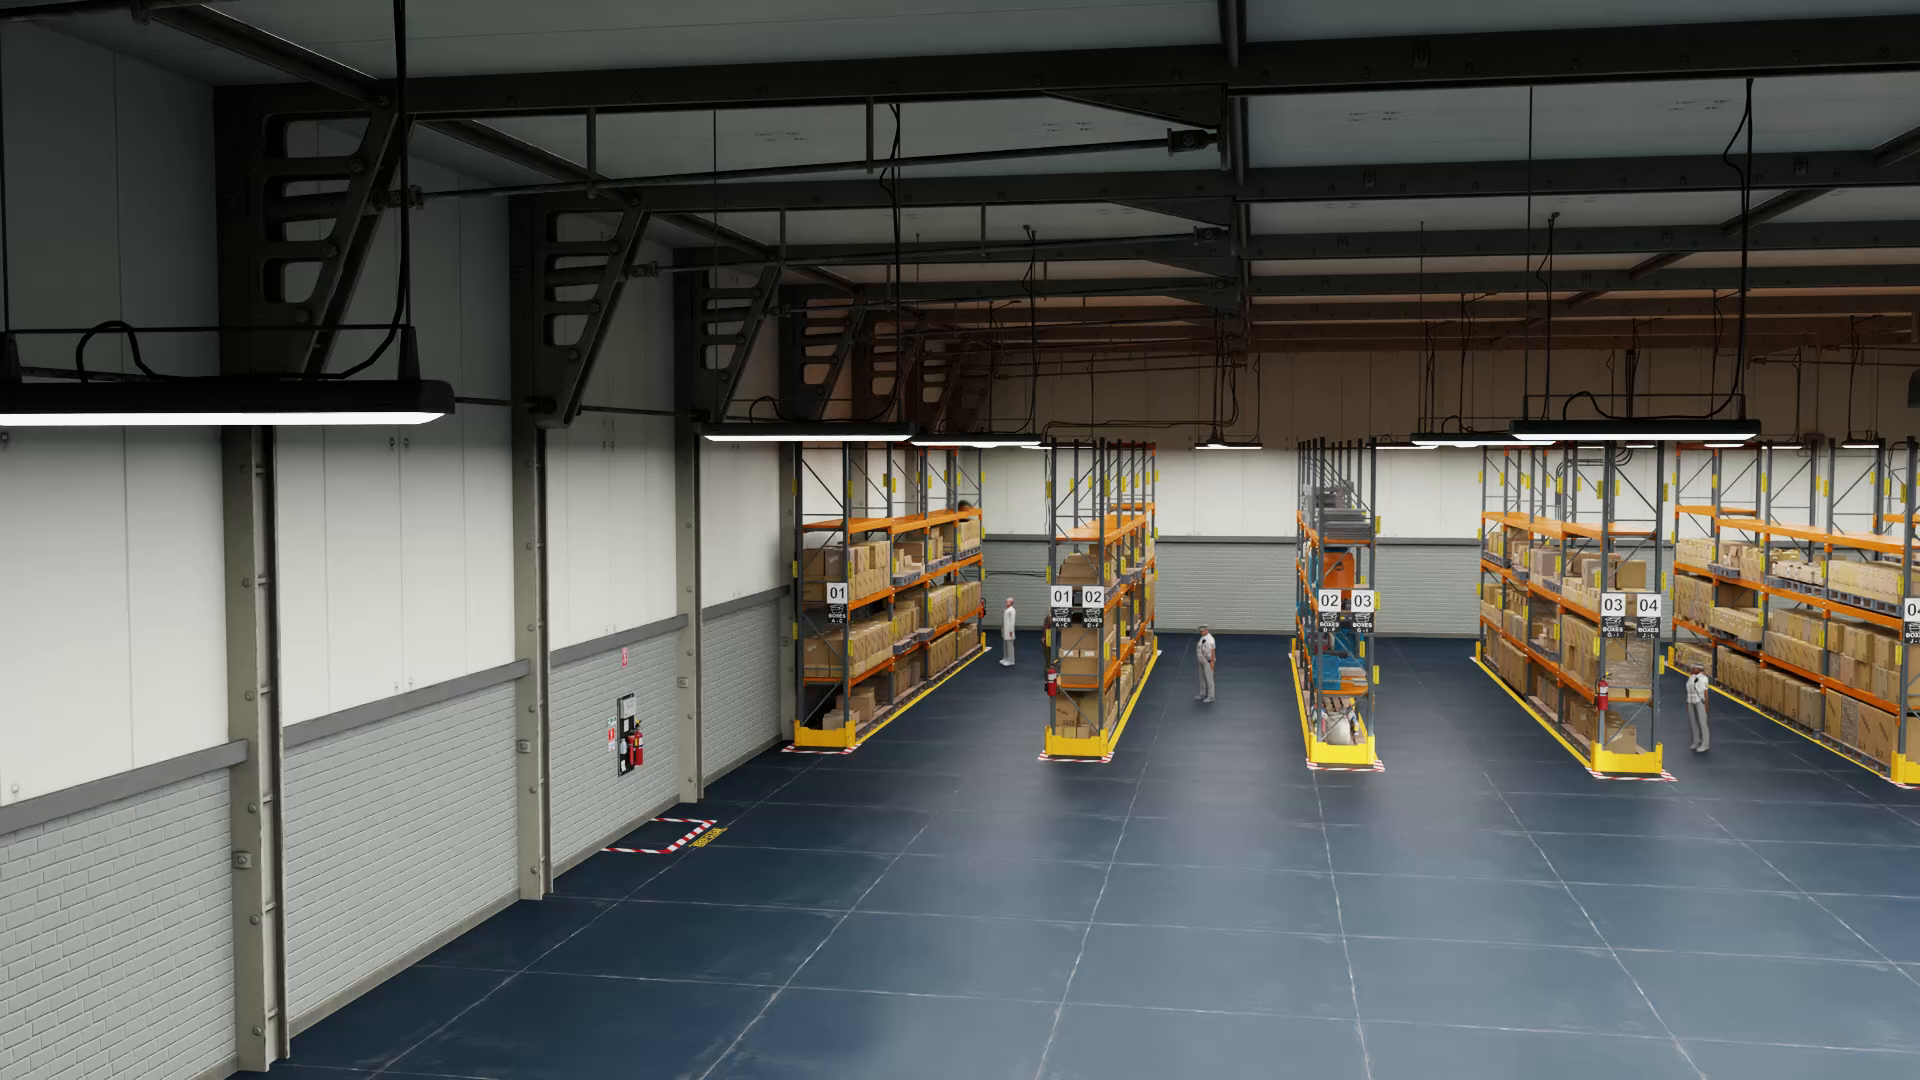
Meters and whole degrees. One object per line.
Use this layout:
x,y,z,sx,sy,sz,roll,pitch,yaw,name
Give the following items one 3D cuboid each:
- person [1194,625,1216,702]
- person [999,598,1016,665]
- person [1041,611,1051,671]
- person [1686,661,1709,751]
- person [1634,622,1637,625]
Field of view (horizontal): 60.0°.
5.660,2.823,38.318,0.433,1.747,0.620,-1,3,-16,person
1.264,2.456,44.792,0.391,1.788,0.610,-1,3,-16,person
2.299,2.548,43.531,0.577,1.761,0.655,-3,4,-43,person
14.217,3.185,32.057,0.412,1.690,0.576,-1,3,-20,person
18.763,2.403,45.719,0.559,1.802,0.403,-1,3,-17,person
